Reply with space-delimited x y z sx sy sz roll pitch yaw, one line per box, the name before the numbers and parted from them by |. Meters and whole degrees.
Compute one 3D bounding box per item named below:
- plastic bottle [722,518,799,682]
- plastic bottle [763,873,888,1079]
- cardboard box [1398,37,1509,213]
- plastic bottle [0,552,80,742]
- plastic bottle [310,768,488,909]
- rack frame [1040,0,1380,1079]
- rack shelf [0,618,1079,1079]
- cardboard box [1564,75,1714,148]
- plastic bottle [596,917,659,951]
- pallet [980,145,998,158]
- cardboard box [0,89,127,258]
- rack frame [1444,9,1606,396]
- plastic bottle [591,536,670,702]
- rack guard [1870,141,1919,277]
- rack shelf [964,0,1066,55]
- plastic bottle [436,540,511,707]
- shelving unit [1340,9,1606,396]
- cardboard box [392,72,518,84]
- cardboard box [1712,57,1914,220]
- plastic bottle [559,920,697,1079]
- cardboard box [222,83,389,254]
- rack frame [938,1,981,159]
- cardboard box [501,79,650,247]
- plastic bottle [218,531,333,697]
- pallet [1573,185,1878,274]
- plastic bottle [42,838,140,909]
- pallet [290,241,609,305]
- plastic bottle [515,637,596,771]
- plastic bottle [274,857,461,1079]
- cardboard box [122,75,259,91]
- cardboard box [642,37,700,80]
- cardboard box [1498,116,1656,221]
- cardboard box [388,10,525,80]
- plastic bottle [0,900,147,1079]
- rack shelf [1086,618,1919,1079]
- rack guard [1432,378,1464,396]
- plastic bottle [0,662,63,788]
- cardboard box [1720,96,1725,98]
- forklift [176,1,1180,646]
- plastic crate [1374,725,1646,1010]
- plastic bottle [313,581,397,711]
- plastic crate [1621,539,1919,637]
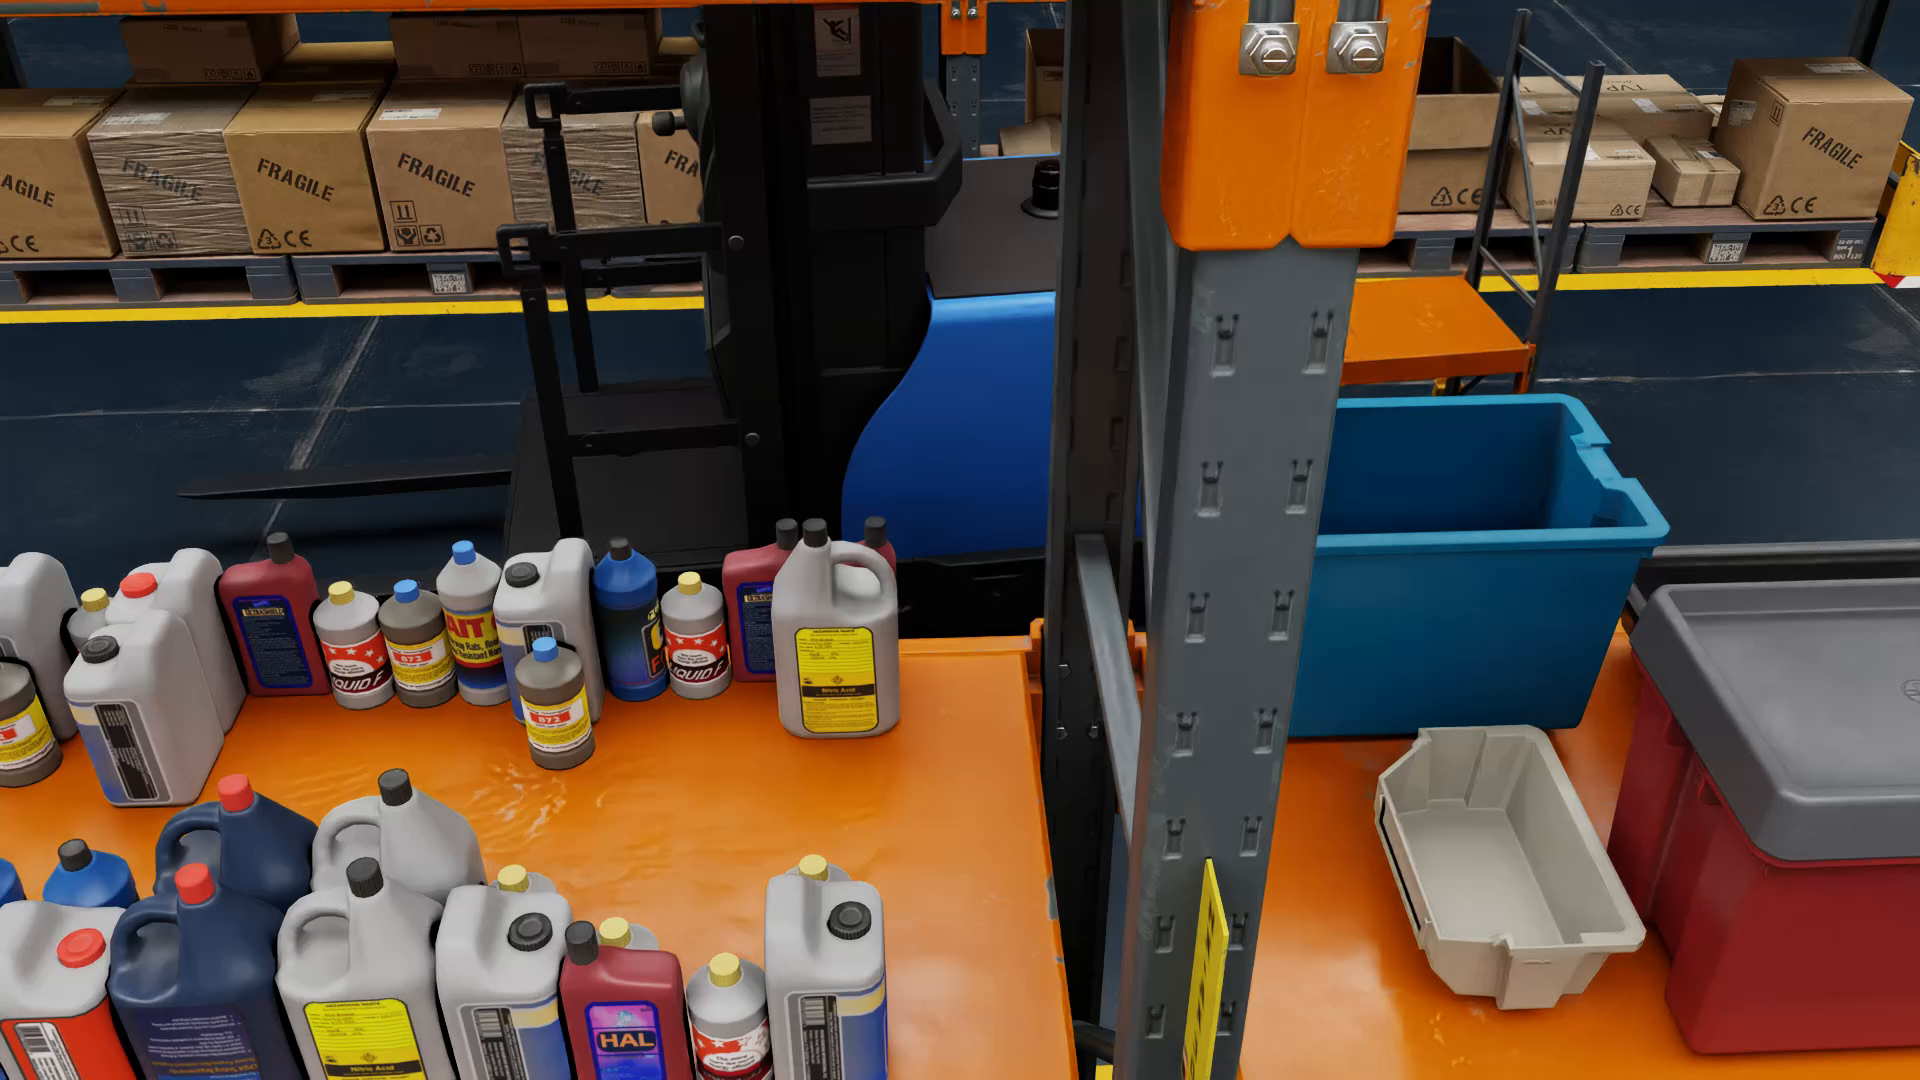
plastic bottle | -0.297 0.094 2.581 0.133 0.283 0.061 -2 35 -2
plastic bottle | -0.156 0.520 1.972 0.135 0.276 0.152 -2 35 -2
cardboard box | 1.868 -1.749 6.949 0.637 0.503 0.797 -2 35 -2
plastic bottle | -1.415 0.153 2.502 0.135 0.276 0.152 -2 35 -2
plastic bottle | -0.687 0.424 2.045 0.185 0.351 0.144 -2 35 -2
rack frame | 0.223 0.277 2.215 0.053 2.616 0.949 -2 35 -2
rack shelf | -1.775 0.624 2.344 4.000 0.370 1.077 -2 35 -2
cardboard box | 2.931 -1.832 7.291 0.500 0.250 0.500 -2 35 -2
plastic bottle | -0.407 0.538 2.011 0.097 0.201 0.097 0 35 0
pallet | 0.678 -1.412 7.106 1.213 0.211 1.003 -2 35 -2
cardboard box | -3.536 -1.436 6.499 0.500 0.500 0.500 0 35 0
rack frame | 1.677 -0.794 5.079 0.032 1.500 0.500 -5 35 -7
plastic bottle | -0.509 0.115 2.562 0.097 0.271 0.097 0 35 0
rack guard | 3.911 -1.619 7.150 0.348 0.500 1.175 -2 35 -2
rack shelf | 1.989 -2.299 6.569 4.000 0.370 1.077 -2 35 -2
plastic bottle | -0.741 0.121 2.553 0.097 0.271 0.097 0 35 0
shelving unit | 1.183 -0.752 5.018 1.083 1.500 0.587 -5 35 -7
cardboard box | -2.040 -1.776 6.991 0.500 0.500 0.500 -3 35 -4
cardboard box | 3.456 -1.647 6.804 0.500 0.500 0.500 -2 35 -2
plastic bottle | -0.385 0.549 1.923 0.133 0.283 0.061 -2 35 -2
cardboard box | -2.512 -1.464 6.540 0.500 0.500 0.500 -2 35 -3
rack frame | -0.008 -2.541 6.286 0.127 3.000 1.000 -2 35 -2
cardboard box | -1.483 -1.496 6.586 0.500 0.500 0.500 -1 35 -2
plastic bottle | -1.051 0.114 2.552 0.133 0.283 0.061 -2 35 -2
pallet | 3.115 -1.478 7.201 1.213 0.211 1.003 -2 35 -2
plastic bottle | -1.049 0.475 2.041 0.097 0.271 0.097 0 35 0
pallet | -2.041 -1.316 6.967 1.213 0.211 1.003 -2 35 -2
plastic bottle | -0.599 0.232 2.453 0.097 0.201 0.097 0 35 0
plastic bottle | -0.680 0.506 1.927 0.185 0.351 0.144 -2 35 -2
cardboard box | -3.081 -1.745 6.946 0.500 0.500 0.500 0 35 0
cardboard box | -1.035 -1.799 7.024 0.500 0.500 0.500 -1 35 -2
cardboard box | 2.505 -1.536 6.863 0.500 0.250 0.500 -2 35 -2
cardboard box | -2.003 -2.087 6.781 0.500 0.250 0.500 -2 35 -3
plastic bottle | -1.025 0.543 1.938 0.135 0.276 0.152 -2 35 -2
rack shelf | 2.220 0.517 2.500 4.000 0.370 1.077 -2 35 -2
rack guard | 1.676 -0.280 5.435 0.087 0.250 0.587 -5 35 -7
plastic bottle | -1.390 0.254 2.422 0.097 0.201 0.097 0 35 0
cardboard box | 3.553 -1.842 7.394 0.250 0.149 0.380 -2 35 -2
forklift | -0.848 -1.133 4.311 3.031 2.935 1.130 -5 35 -7
plastic crate | 0.694 0.427 2.176 0.243 0.136 0.396 -2 35 -2
plastic bottle | -0.935 0.155 2.565 0.097 0.201 0.097 0 35 0
plastic crate | 1.328 0.180 2.543 0.590 0.125 0.437 -2 35 -2
